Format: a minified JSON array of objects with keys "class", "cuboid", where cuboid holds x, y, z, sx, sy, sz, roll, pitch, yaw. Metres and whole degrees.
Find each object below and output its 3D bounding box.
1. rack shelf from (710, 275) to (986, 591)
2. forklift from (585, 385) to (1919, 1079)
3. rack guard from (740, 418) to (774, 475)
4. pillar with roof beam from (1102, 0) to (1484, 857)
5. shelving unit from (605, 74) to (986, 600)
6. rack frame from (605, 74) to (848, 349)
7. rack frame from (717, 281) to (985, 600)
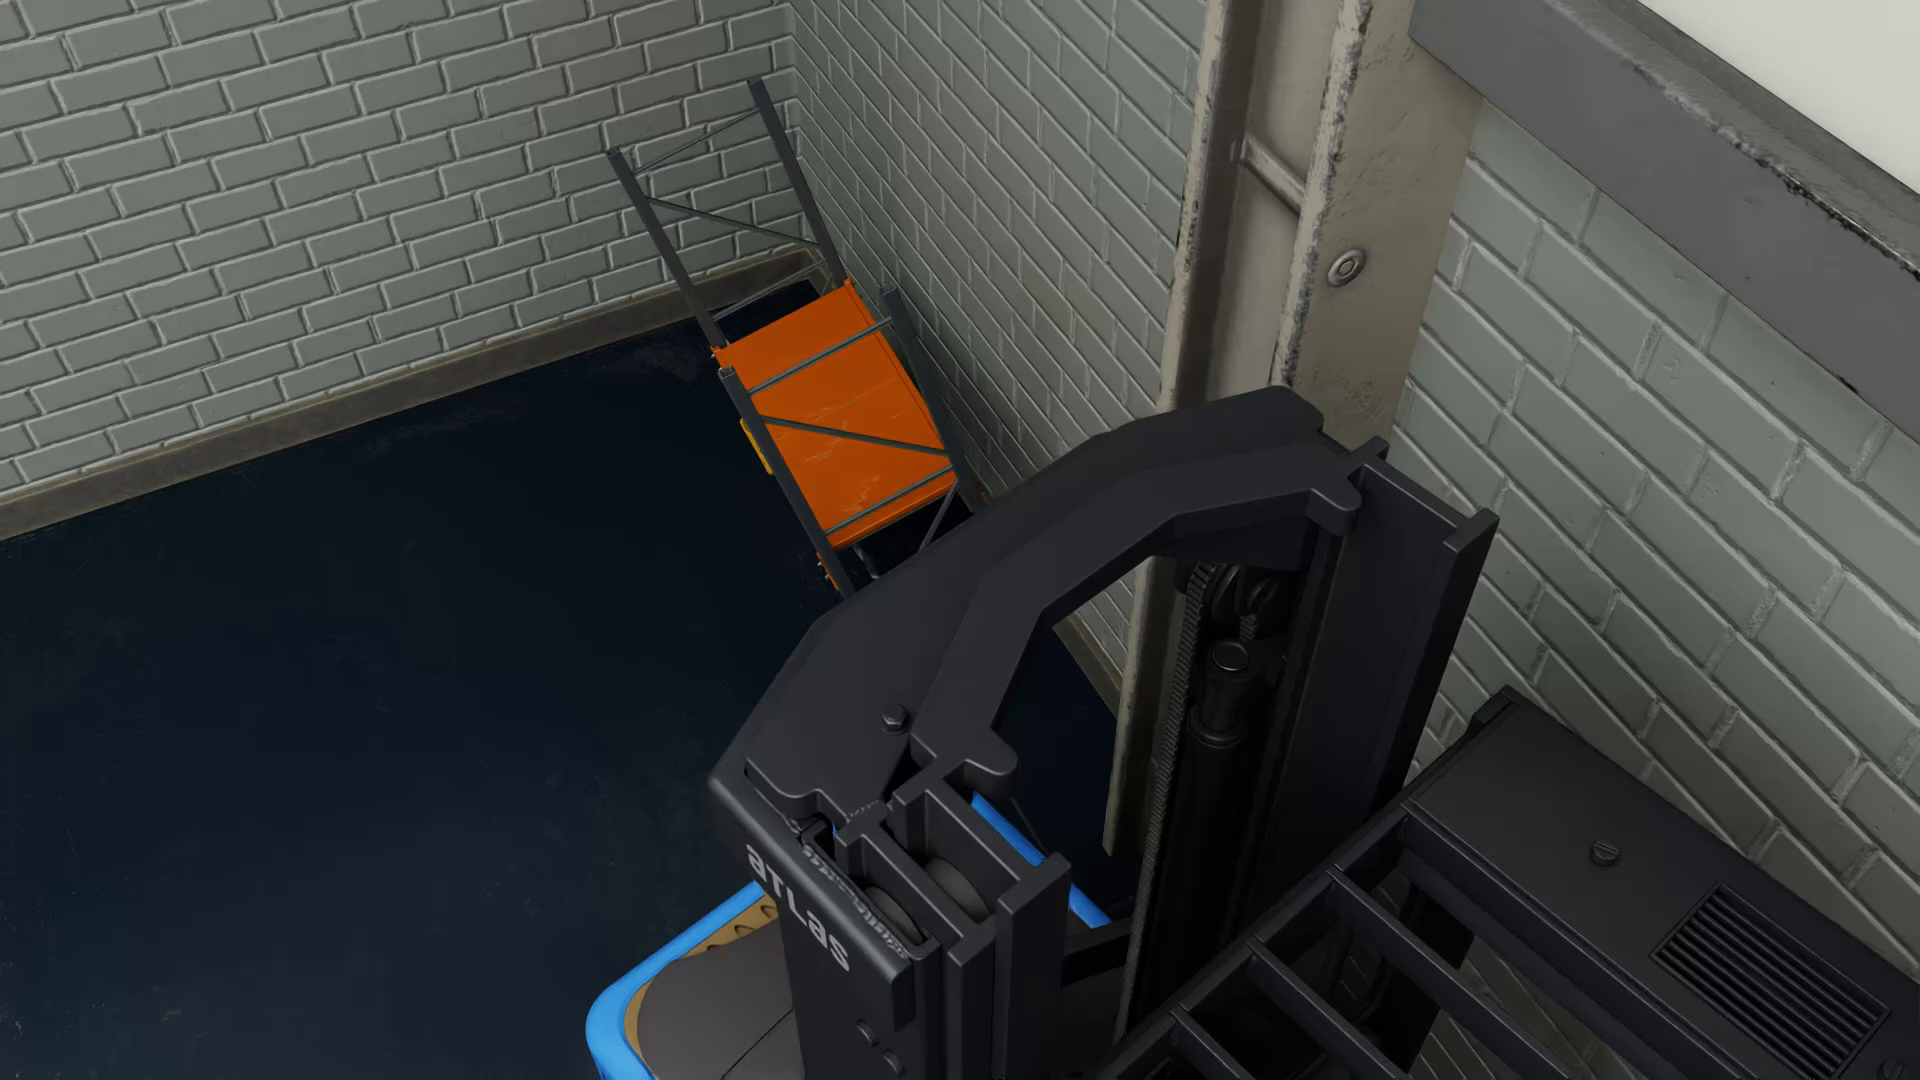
[{"class":"rack shelf","cuboid":[-0.367,-0.360,5.230,0.538,0.185,1.000,-28,53,-4]},{"class":"forklift","cuboid":[0.549,1.314,2.654,1.130,2.935,3.031,-34,57,-26]},{"class":"rack guard","cuboid":[-0.467,-0.460,5.890,0.587,0.250,0.087,-28,53,-4]},{"class":"pillar with roof beam","cuboid":[-3.180,-0.498,0.207,9.100,9.000,0.400,-21,52,-18]},{"class":"shelving unit","cuboid":[-0.414,-0.466,5.092,0.587,1.500,1.083,-28,53,-4]},{"class":"rack frame","cuboid":[-0.618,-0.809,5.393,0.500,1.500,0.032,-28,53,-4]},{"class":"rack frame","cuboid":[-0.203,-0.112,4.780,0.500,1.500,0.032,-28,53,-4]}]
